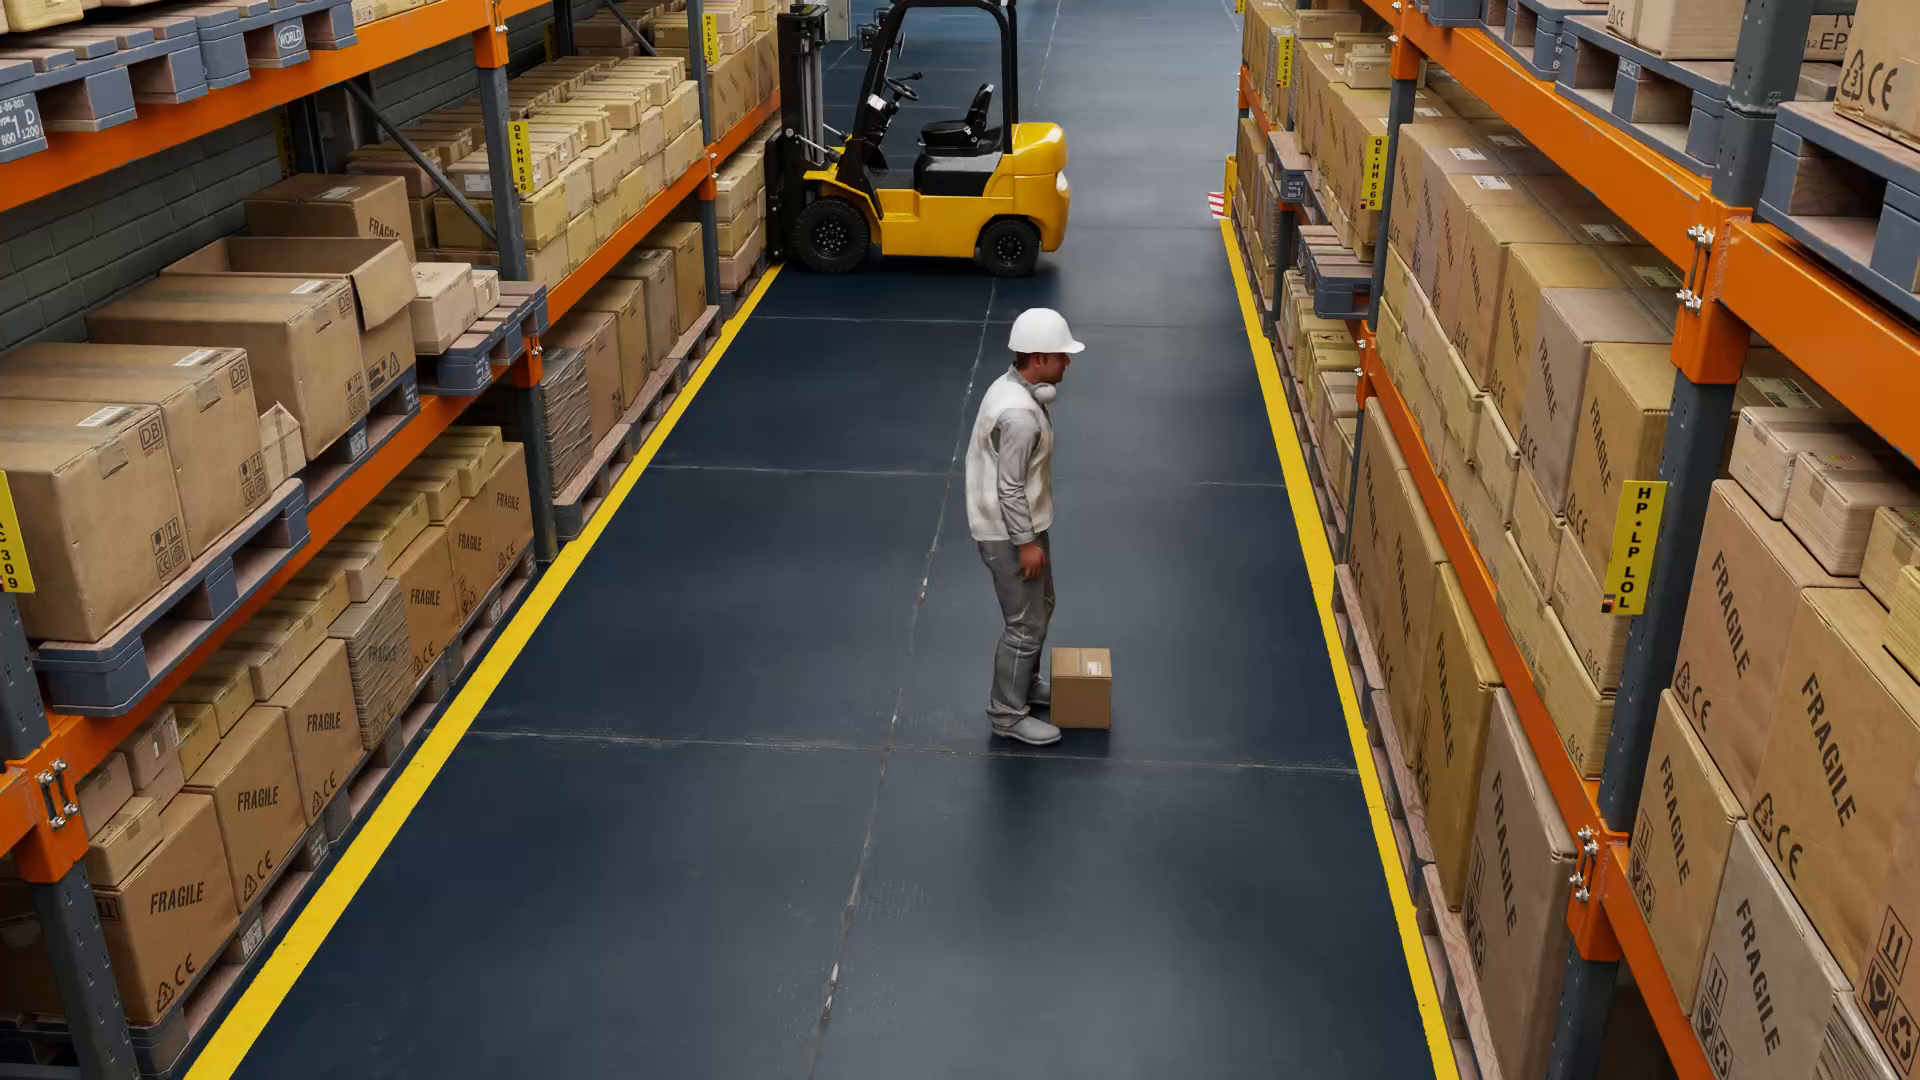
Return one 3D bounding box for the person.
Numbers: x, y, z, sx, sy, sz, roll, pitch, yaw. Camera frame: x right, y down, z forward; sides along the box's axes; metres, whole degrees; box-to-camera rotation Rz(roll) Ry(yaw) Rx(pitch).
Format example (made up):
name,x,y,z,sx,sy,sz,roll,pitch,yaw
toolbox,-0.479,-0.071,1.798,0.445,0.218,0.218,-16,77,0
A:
name,x,y,z,sx,sy,sz,roll,pitch,yaw
person,0.251,-0.069,6.727,0.461,1.769,0.580,2,24,4
